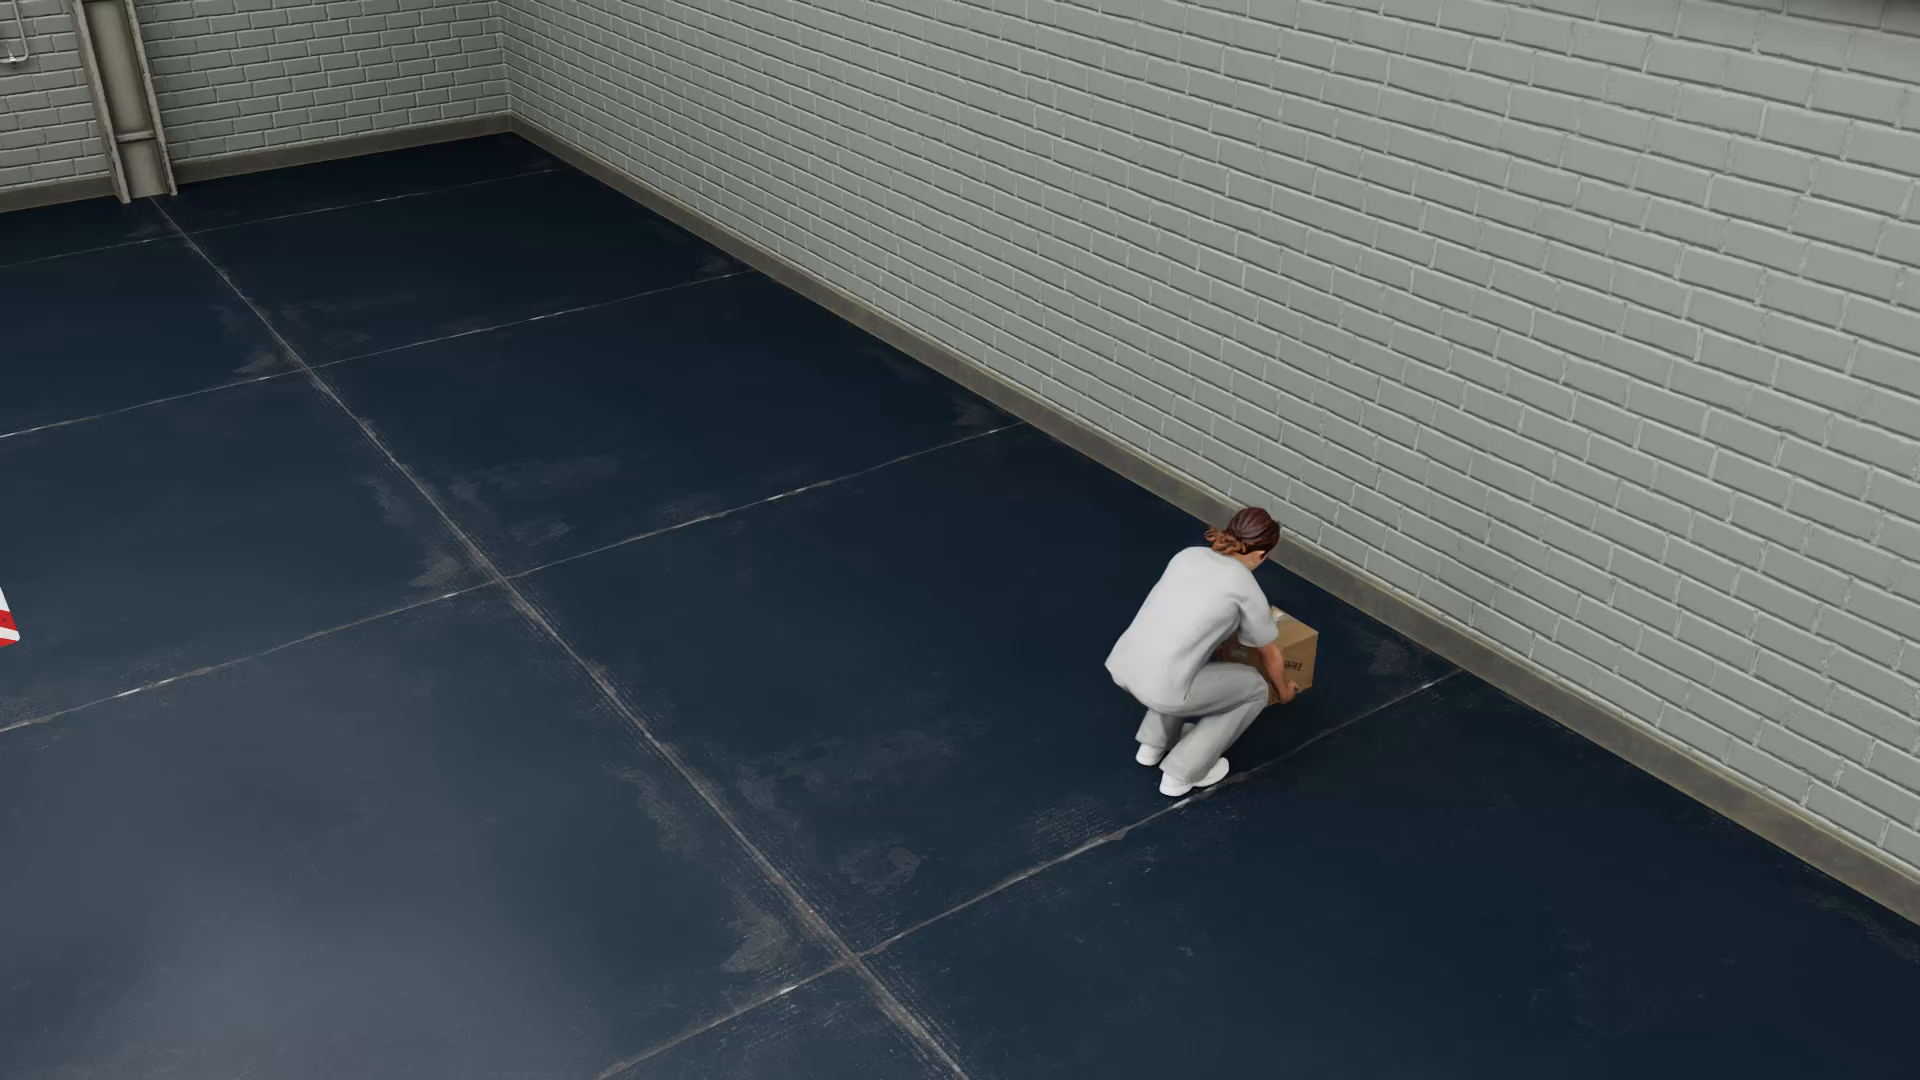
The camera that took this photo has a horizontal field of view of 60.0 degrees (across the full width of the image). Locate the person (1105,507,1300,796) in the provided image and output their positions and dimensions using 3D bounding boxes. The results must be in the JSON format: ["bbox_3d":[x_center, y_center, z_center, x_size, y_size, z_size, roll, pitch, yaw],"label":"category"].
[{"bbox_3d":[0.887,0.402,6.142,0.795,0.959,0.485,-19,34,-31],"label":"person"}]
